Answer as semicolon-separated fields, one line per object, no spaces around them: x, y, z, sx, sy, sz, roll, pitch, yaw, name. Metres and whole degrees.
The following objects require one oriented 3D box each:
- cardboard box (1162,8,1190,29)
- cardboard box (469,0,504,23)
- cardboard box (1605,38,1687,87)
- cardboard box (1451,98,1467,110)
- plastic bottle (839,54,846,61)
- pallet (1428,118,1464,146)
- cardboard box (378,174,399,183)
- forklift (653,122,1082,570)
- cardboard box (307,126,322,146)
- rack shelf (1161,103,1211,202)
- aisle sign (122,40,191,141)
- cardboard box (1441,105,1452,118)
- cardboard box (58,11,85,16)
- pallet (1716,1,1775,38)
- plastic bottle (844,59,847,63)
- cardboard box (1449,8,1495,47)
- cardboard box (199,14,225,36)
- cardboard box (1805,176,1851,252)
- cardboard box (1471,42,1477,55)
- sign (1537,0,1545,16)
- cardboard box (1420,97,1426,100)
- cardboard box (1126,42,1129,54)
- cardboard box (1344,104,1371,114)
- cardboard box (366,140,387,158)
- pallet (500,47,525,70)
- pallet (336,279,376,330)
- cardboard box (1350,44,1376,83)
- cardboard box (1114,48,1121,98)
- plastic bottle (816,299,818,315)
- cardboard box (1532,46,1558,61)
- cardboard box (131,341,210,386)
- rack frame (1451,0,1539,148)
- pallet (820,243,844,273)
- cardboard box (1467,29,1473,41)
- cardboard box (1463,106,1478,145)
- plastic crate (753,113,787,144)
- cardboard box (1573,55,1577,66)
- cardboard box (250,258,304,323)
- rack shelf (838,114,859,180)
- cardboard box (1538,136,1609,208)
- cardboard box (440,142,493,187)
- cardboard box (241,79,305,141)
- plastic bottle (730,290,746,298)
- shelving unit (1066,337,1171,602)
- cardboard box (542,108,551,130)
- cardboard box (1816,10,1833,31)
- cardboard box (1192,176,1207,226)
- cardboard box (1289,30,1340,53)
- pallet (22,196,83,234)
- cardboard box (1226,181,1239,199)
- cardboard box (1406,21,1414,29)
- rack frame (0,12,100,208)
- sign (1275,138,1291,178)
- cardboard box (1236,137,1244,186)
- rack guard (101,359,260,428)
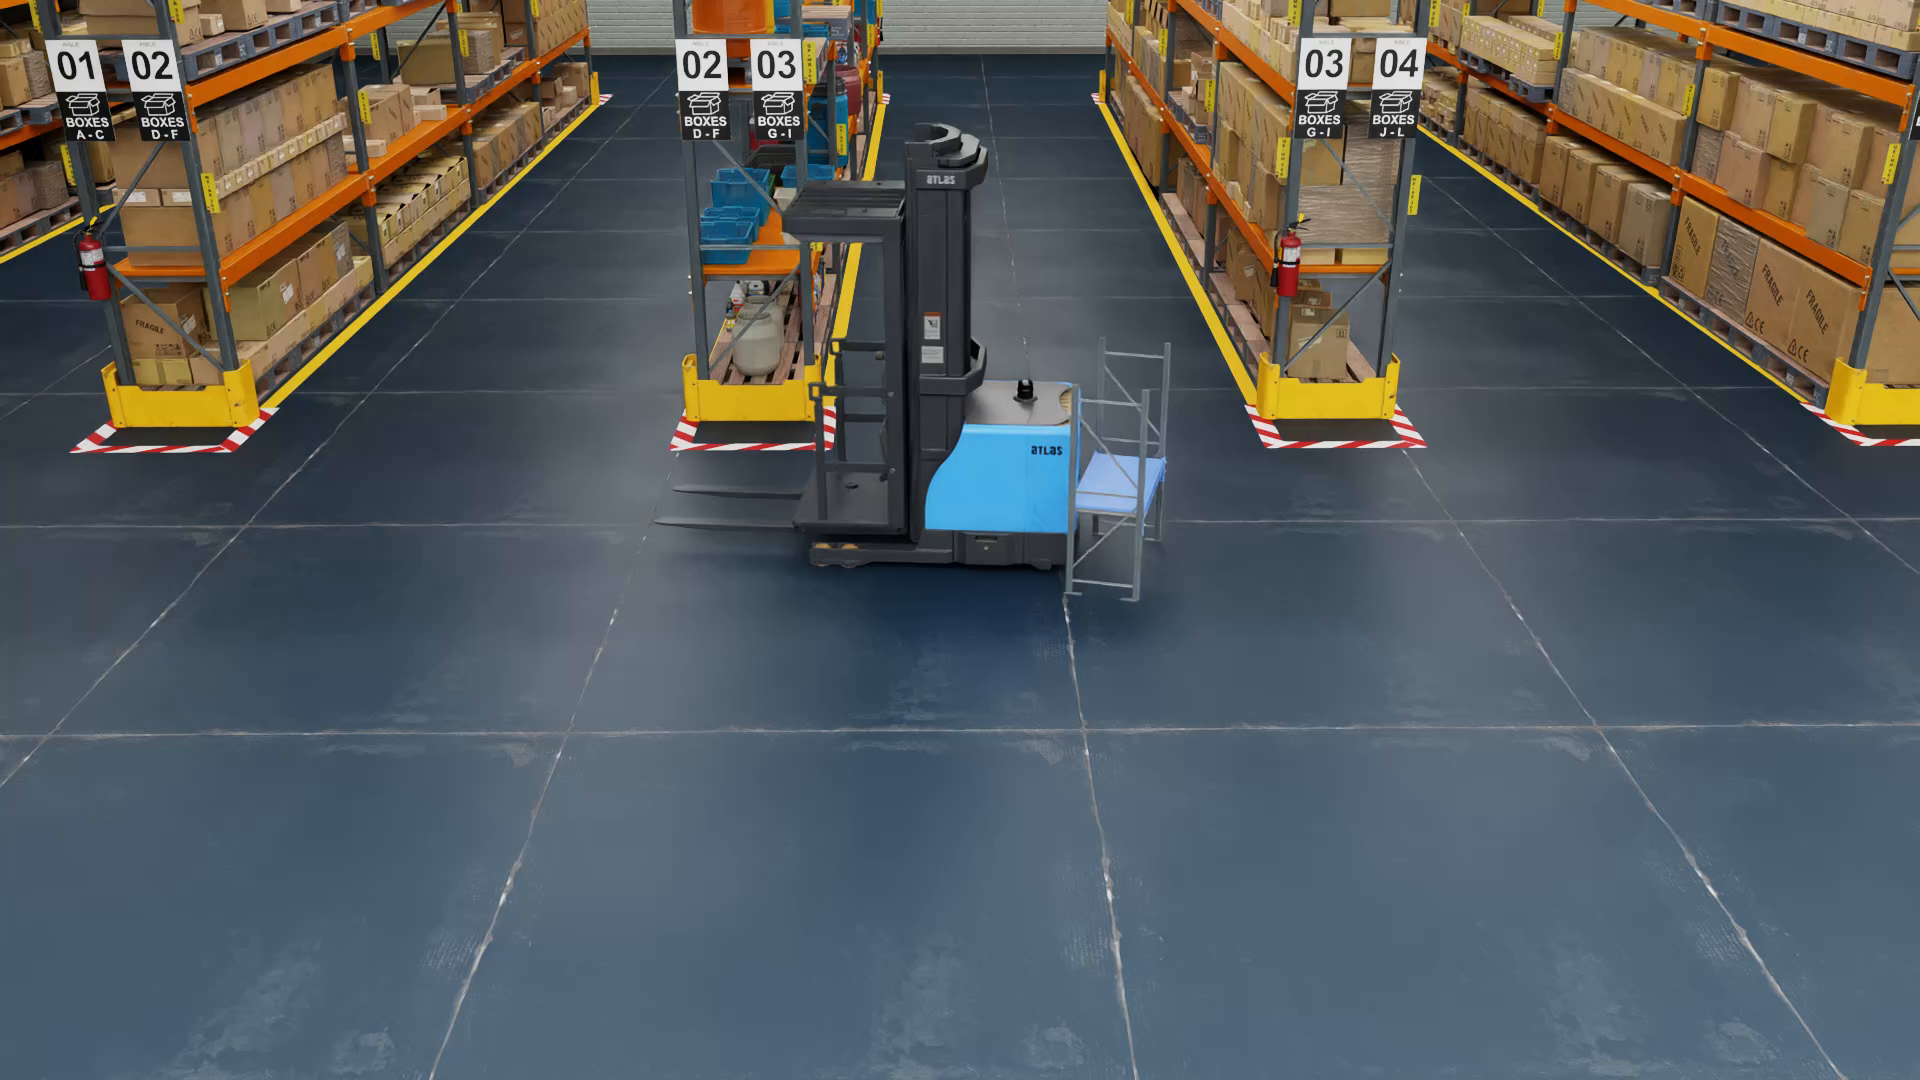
3.119;-6.826;22.248;0.797;0.503;0.637;0;24;1;cardboard box
-7.098;-8.067;24.996;0.500;0.500;0.500;0;24;0;cardboard box
8.086;-5.631;19.608;0.700;0.500;0.500;-1;24;-1;cardboard box
7.769;-6.691;25.517;0.380;0.149;0.250;0;24;1;cardboard box
-1.667;-6.738;23.548;0.097;0.271;0.097;0;24;0;plastic bottle
7.990;-6.389;26.003;1.003;0.211;1.213;0;24;-1;pallet
-7.061;-4.261;20.061;0.500;0.311;0.500;-1;24;-2;cardboard box
-0.657;-1.351;11.564;3.031;2.935;1.130;2;24;4;forklift
-6.519;-3.974;16.373;0.380;0.149;0.250;0;24;-1;cardboard box
3.137;-4.602;19.541;1.077;0.370;4.000;0;24;-1;rack shelf
-6.396;-3.573;13.239;0.394;0.787;0.004;0;24;-1;aisle sign
7.696;-6.650;25.786;0.380;0.149;0.250;-1;24;-3;cardboard box
-12.018;-7.039;22.641;0.500;0.250;0.500;-1;24;-2;cardboard box
8.119;-5.075;16.182;1.003;0.211;1.213;0;24;-1;pallet
-1.531;-6.526;22.982;0.144;0.351;0.185;0;24;-1;plastic bottle
7.745;-7.762;25.173;0.500;0.500;0.500;0;24;0;cardboard box
-6.539;-4.407;14.223;0.380;0.149;0.250;0;24;-1;cardboard box
8.087;-2.885;14.691;0.875;0.550;0.550;0;24;-1;cardboard box
7.585;-7.078;23.938;0.380;0.149;0.250;0;24;0;cardboard box
8.588;-7.914;24.587;0.100;0.325;0.005;0;24;-1;sign
7.676;-7.183;27.324;0.380;0.149;0.250;-1;24;-3;cardboard box
2.738;-7.518;25.421;0.380;0.149;0.250;0;24;0;cardboard box
3.471;-3.528;14.598;0.500;0.500;0.500;0;24;-1;cardboard box
-6.552;-4.314;18.337;0.380;0.149;0.250;0;24;-1;cardboard box
-6.934;-6.942;24.075;1.003;0.211;1.213;0;24;-1;pallet
-6.780;-2.464;17.325;1.003;0.211;1.213;0;24;-1;pallet
3.456;-3.955;13.781;0.500;0.250;0.500;0;24;1;cardboard box
3.115;-8.010;28.273;0.875;0.875;0.875;0;24;-1;cardboard box
-1.464;-2.332;16.512;0.097;0.201;0.097;0;24;0;plastic bottle
7.613;-6.282;21.457;0.380;0.149;0.250;-1;24;-3;cardboard box
-7.004;-1.572;14.797;0.500;0.250;0.500;0;24;-1;cardboard box
8.033;-7.383;24.817;1.000;3.000;0.127;0;24;-1;rack frame
-1.841;-3.136;18.811;1.003;0.211;1.213;0;24;-1;pallet
7.582;-7.324;24.121;0.380;0.149;0.250;-1;24;-2;cardboard box
7.776;-6.129;24.569;0.500;0.500;0.500;1;24;1;cardboard box
-2.117;-4.529;18.527;0.392;0.384;0.575;0;24;-1;plastic crate
8.267;-6.259;21.766;0.380;0.149;0.250;1;24;2;cardboard box
-6.512;-2.328;15.559;0.500;0.500;0.500;0;24;-1;cardboard box
-1.815;-4.580;19.492;1.077;0.370;4.000;0;24;-1;rack shelf
7.993;-4.649;20.994;1.050;0.750;0.750;-1;24;-1;cardboard box
-6.509;-4.961;21.962;0.500;0.500;0.500;1;24;2;cardboard box
-6.724;-4.102;15.867;0.700;0.500;0.500;0;24;-1;cardboard box
-2.185;-2.310;16.373;0.152;0.276;0.135;-1;24;-2;plastic bottle
1.091;-0.499;11.416;0.538;1.500;1.048;6;25;13;shelving unit
-6.622;-6.508;25.612;0.500;0.311;0.500;0;24;-1;cardboard box
7.808;-4.586;14.667;0.380;0.149;0.250;0;24;0;cardboard box
3.175;-4.077;20.008;0.700;0.500;0.500;2;24;4;cardboard box
2.888;-4.050;13.507;0.380;0.149;0.250;0;24;-1;cardboard box
-11.736;-4.094;20.930;1.003;0.211;1.213;0;24;-1;pallet
2.855;-3.489;16.512;0.380;0.149;0.250;0;24;-1;cardboard box
7.658;-8.566;27.737;0.380;0.149;0.250;-1;24;-2;cardboard box
-11.743;-5.687;21.067;1.000;3.000;0.127;0;24;-1;rack frame
2.648;-3.135;13.635;0.100;0.325;0.005;0;24;-1;sign
3.179;-3.689;16.168;0.875;0.500;0.500;0;24;-1;cardboard box
-6.703;-1.265;14.324;1.175;0.500;0.348;0;24;-1;rack guard
